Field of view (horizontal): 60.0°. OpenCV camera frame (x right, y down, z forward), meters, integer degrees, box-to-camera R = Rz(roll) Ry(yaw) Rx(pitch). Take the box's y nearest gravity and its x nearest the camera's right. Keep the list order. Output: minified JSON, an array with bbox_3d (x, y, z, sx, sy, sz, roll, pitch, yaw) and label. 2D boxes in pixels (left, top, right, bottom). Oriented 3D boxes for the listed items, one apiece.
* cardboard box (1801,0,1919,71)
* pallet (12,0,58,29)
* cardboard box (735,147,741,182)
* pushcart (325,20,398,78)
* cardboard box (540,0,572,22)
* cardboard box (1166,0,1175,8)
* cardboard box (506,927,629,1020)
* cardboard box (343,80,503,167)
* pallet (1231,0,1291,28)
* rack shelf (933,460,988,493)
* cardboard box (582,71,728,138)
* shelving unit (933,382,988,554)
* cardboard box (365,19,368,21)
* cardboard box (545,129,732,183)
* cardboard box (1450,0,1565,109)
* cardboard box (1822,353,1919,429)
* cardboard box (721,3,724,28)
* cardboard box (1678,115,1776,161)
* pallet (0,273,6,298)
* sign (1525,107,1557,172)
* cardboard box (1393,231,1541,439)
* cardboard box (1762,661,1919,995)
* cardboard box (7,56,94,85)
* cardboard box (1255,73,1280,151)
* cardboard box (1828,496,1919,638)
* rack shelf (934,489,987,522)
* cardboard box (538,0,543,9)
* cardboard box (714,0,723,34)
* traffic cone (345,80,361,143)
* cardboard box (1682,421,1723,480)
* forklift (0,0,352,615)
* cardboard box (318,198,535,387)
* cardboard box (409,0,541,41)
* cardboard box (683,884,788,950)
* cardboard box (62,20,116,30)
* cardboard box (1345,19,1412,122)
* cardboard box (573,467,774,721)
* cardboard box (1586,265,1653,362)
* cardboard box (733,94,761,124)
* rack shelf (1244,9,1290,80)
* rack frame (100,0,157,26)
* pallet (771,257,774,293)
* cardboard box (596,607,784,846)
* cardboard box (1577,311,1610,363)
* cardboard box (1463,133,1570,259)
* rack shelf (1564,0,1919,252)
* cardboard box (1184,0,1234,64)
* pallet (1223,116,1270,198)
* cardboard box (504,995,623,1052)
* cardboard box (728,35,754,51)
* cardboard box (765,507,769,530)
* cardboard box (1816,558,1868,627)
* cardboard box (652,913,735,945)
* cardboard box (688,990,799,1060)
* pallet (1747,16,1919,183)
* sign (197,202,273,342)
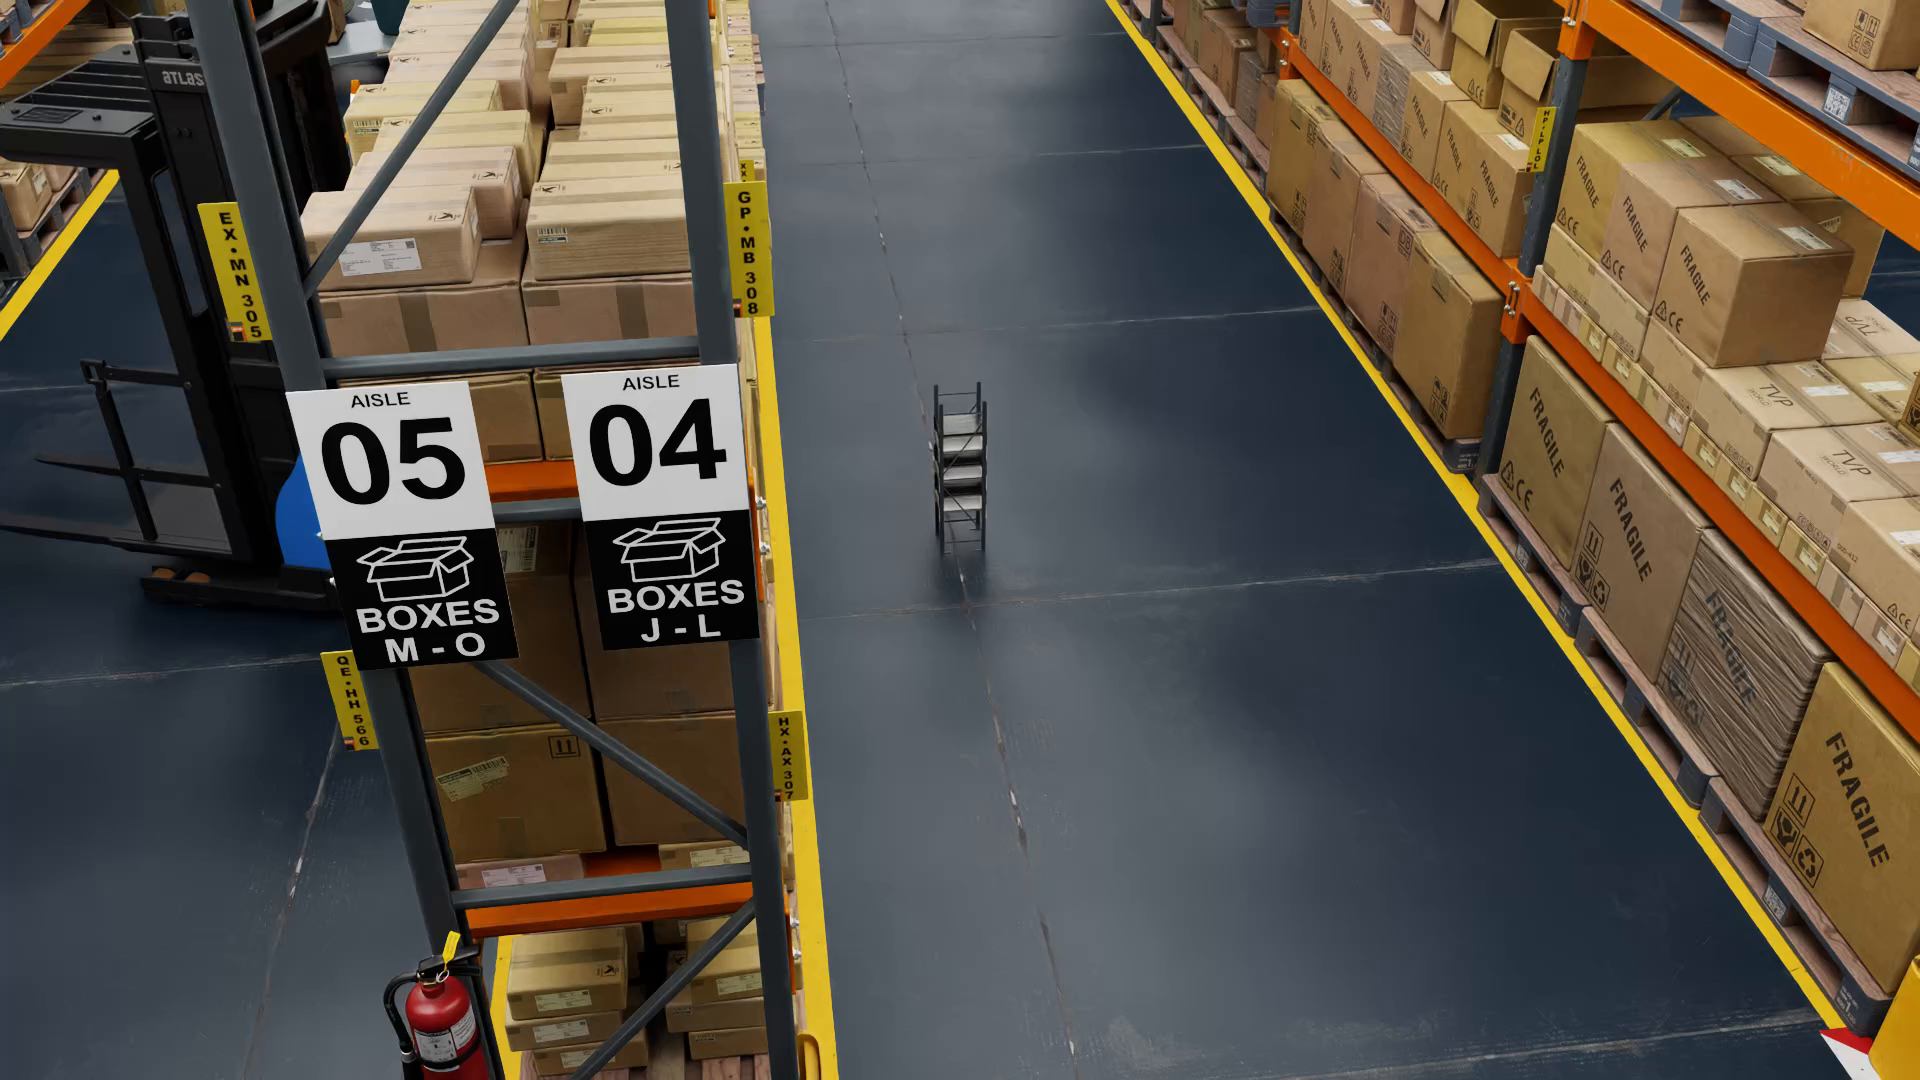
[{"bbox_3d":[3.541,-2.017,5.961,0.700,0.500,0.500,-3,34,-4],"label":"cardboard box"},{"bbox_3d":[-7.287,-4.060,12.343,1.003,0.211,1.213,-4,35,-6],"label":"pallet"},{"bbox_3d":[-1.144,-1.285,6.859,0.500,0.500,0.500,-5,35,-8],"label":"cardboard box"},{"bbox_3d":[-5.265,-4.387,14.981,1.648,0.377,0.936,-16,38,-23],"label":"pushcart"},{"bbox_3d":[-1.607,-1.774,5.844,0.500,0.250,0.500,-4,34,-6],"label":"cardboard box"},{"bbox_3d":[2.288,-5.387,15.967,0.500,0.500,0.500,-5,35,-8],"label":"cardboard box"},{"bbox_3d":[-1.335,1.478,5.677,0.380,0.149,0.250,-4,34,-6],"label":"cardboard box"},{"bbox_3d":[-1.462,-1.144,4.566,0.380,0.149,0.250,-4,34,-6],"label":"cardboard box"},{"bbox_3d":[2.639,-4.099,12.400,1.213,0.211,1.003,-4,35,-6],"label":"pallet"},{"bbox_3d":[0.001,-0.340,8.637,0.258,0.077,0.200,-4,35,-6],"label":"rack shelf"},{"bbox_3d":[-0.843,-1.188,4.630,0.380,0.149,0.250,-4,34,-6],"label":"cardboard box"},{"bbox_3d":[0.001,-0.367,8.619,0.258,0.900,0.210,-4,35,-6],"label":"shelving unit"},{"bbox_3d":[-5.500,-4.757,15.624,0.396,0.266,0.258,27,43,34],"label":"cardboard box"},{"bbox_3d":[-0.885,-0.945,4.627,0.500,0.250,0.500,-5,35,-7],"label":"cardboard box"},{"bbox_3d":[3.203,-2.752,9.273,0.797,0.503,0.637,-4,34,-6],"label":"cardboard box"},{"bbox_3d":[3.903,-0.534,6.868,0.500,0.250,0.500,-5,35,-7],"label":"cardboard box"},{"bbox_3d":[-1.161,-1.882,6.446,0.500,0.250,0.500,-4,35,-7],"label":"cardboard box"},{"bbox_3d":[3.705,-1.691,7.899,0.500,0.500,0.500,-3,34,-5],"label":"cardboard box"},{"bbox_3d":[-6.948,-1.440,10.804,1.003,0.211,1.213,-4,35,-6],"label":"pallet"},{"bbox_3d":[2.842,-1.955,8.127,0.100,0.325,0.005,-4,35,-6],"label":"sign"},{"bbox_3d":[3.272,-1.207,9.501,1.225,0.875,0.875,-4,35,-6],"label":"cardboard box"},{"bbox_3d":[3.751,1.029,6.219,0.875,0.875,0.875,-4,35,-6],"label":"cardboard box"},{"bbox_3d":[-7.345,-3.664,13.552,0.950,0.372,0.625,-2,34,-3],"label":"cardboard box"},{"bbox_3d":[2.730,-3.310,12.901,0.700,0.500,0.500,-6,35,-9],"label":"cardboard box"},{"bbox_3d":[3.520,0.081,5.965,0.500,0.250,0.500,-5,35,-7],"label":"cardboard box"},{"bbox_3d":[0.001,-0.191,8.739,0.258,0.077,0.200,-4,35,-6],"label":"rack shelf"},{"bbox_3d":[-1.622,-1.868,5.628,0.380,0.149,0.250,-3,34,-4],"label":"cardboard box"},{"bbox_3d":[-0.983,-1.772,5.488,0.380,0.149,0.250,-5,35,-7],"label":"cardboard box"},{"bbox_3d":[-4.934,-3.550,13.676,0.336,0.463,0.334,-4,35,-6],"label":"traffic cone"},{"bbox_3d":[3.300,-0.392,7.014,0.380,0.149,0.250,-5,35,-8],"label":"cardboard box"},{"bbox_3d":[-3.657,-1.165,7.985,3.031,2.935,1.130,6,35,9],"label":"forklift"},{"bbox_3d":[-1.326,-0.627,4.160,0.500,0.250,0.500,-5,35,-8],"label":"cardboard box"},{"bbox_3d":[-1.574,-1.723,5.415,0.380,0.149,0.250,-5,35,-8],"label":"cardboard box"},{"bbox_3d":[-0.809,1.408,6.044,0.380,0.149,0.250,-5,35,-7],"label":"cardboard box"},{"bbox_3d":[-7.864,-4.617,15.058,0.500,0.250,0.500,-3,34,-4],"label":"cardboard box"},{"bbox_3d":[2.780,-2.965,10.477,0.500,0.500,0.500,-5,35,-7],"label":"cardboard box"},{"bbox_3d":[-0.810,0.147,4.758,0.500,0.500,0.500,-5,35,-7],"label":"cardboard box"},{"bbox_3d":[3.244,-1.057,7.636,0.500,0.250,0.500,-5,35,-7],"label":"cardboard box"},{"bbox_3d":[-1.254,-2.245,8.831,0.380,0.149,0.250,-5,35,-7],"label":"cardboard box"},{"bbox_3d":[2.571,-4.607,13.614,1.077,0.370,4.000,-4,35,-6],"label":"rack shelf"},{"bbox_3d":[-7.518,-5.270,13.948,1.000,3.000,0.127,-4,35,-6],"label":"rack frame"},{"bbox_3d":[-1.509,-1.595,8.726,1.003,0.211,1.213,-4,35,-6],"label":"pallet"},{"bbox_3d":[-0.799,0.559,5.041,0.500,0.500,0.500,-3,34,-4],"label":"cardboard box"},{"bbox_3d":[3.160,-0.969,7.859,0.380,0.149,0.250,-3,34,-5],"label":"cardboard box"},{"bbox_3d":[3.045,-1.838,8.823,0.500,0.500,0.500,-4,35,-6],"label":"cardboard box"},{"bbox_3d":[3.647,-1.382,6.219,1.077,0.370,4.000,-4,35,-6],"label":"rack shelf"},{"bbox_3d":[2.409,-4.558,14.732,0.700,0.500,0.500,-5,35,-7],"label":"cardboard box"},{"bbox_3d":[2.737,-3.072,13.199,1.003,0.211,1.213,-4,35,-6],"label":"pallet"},{"bbox_3d":[-1.366,1.604,5.756,0.380,0.149,0.250,-5,35,-8],"label":"cardboard box"},{"bbox_3d":[-1.396,-2.824,9.681,0.380,0.149,0.250,-3,34,-4],"label":"cardboard box"},{"bbox_3d":[-1.160,-0.039,8.432,0.380,0.149,0.250,-4,34,-6],"label":"cardboard box"},{"bbox_3d":[3.440,0.181,6.173,0.380,0.149,0.250,-4,34,-6],"label":"cardboard box"},{"bbox_3d":[-0.902,1.291,5.951,0.380,0.149,0.250,-4,34,-6],"label":"cardboard box"},{"bbox_3d":[-0.766,1.683,5.904,0.380,0.149,0.250,-4,34,-5],"label":"cardboard box"},{"bbox_3d":[3.639,-1.623,6.011,1.003,0.211,1.213,-4,35,-6],"label":"pallet"},{"bbox_3d":[-1.565,-0.579,3.615,0.100,0.325,0.005,-4,35,-6],"label":"sign"}]
